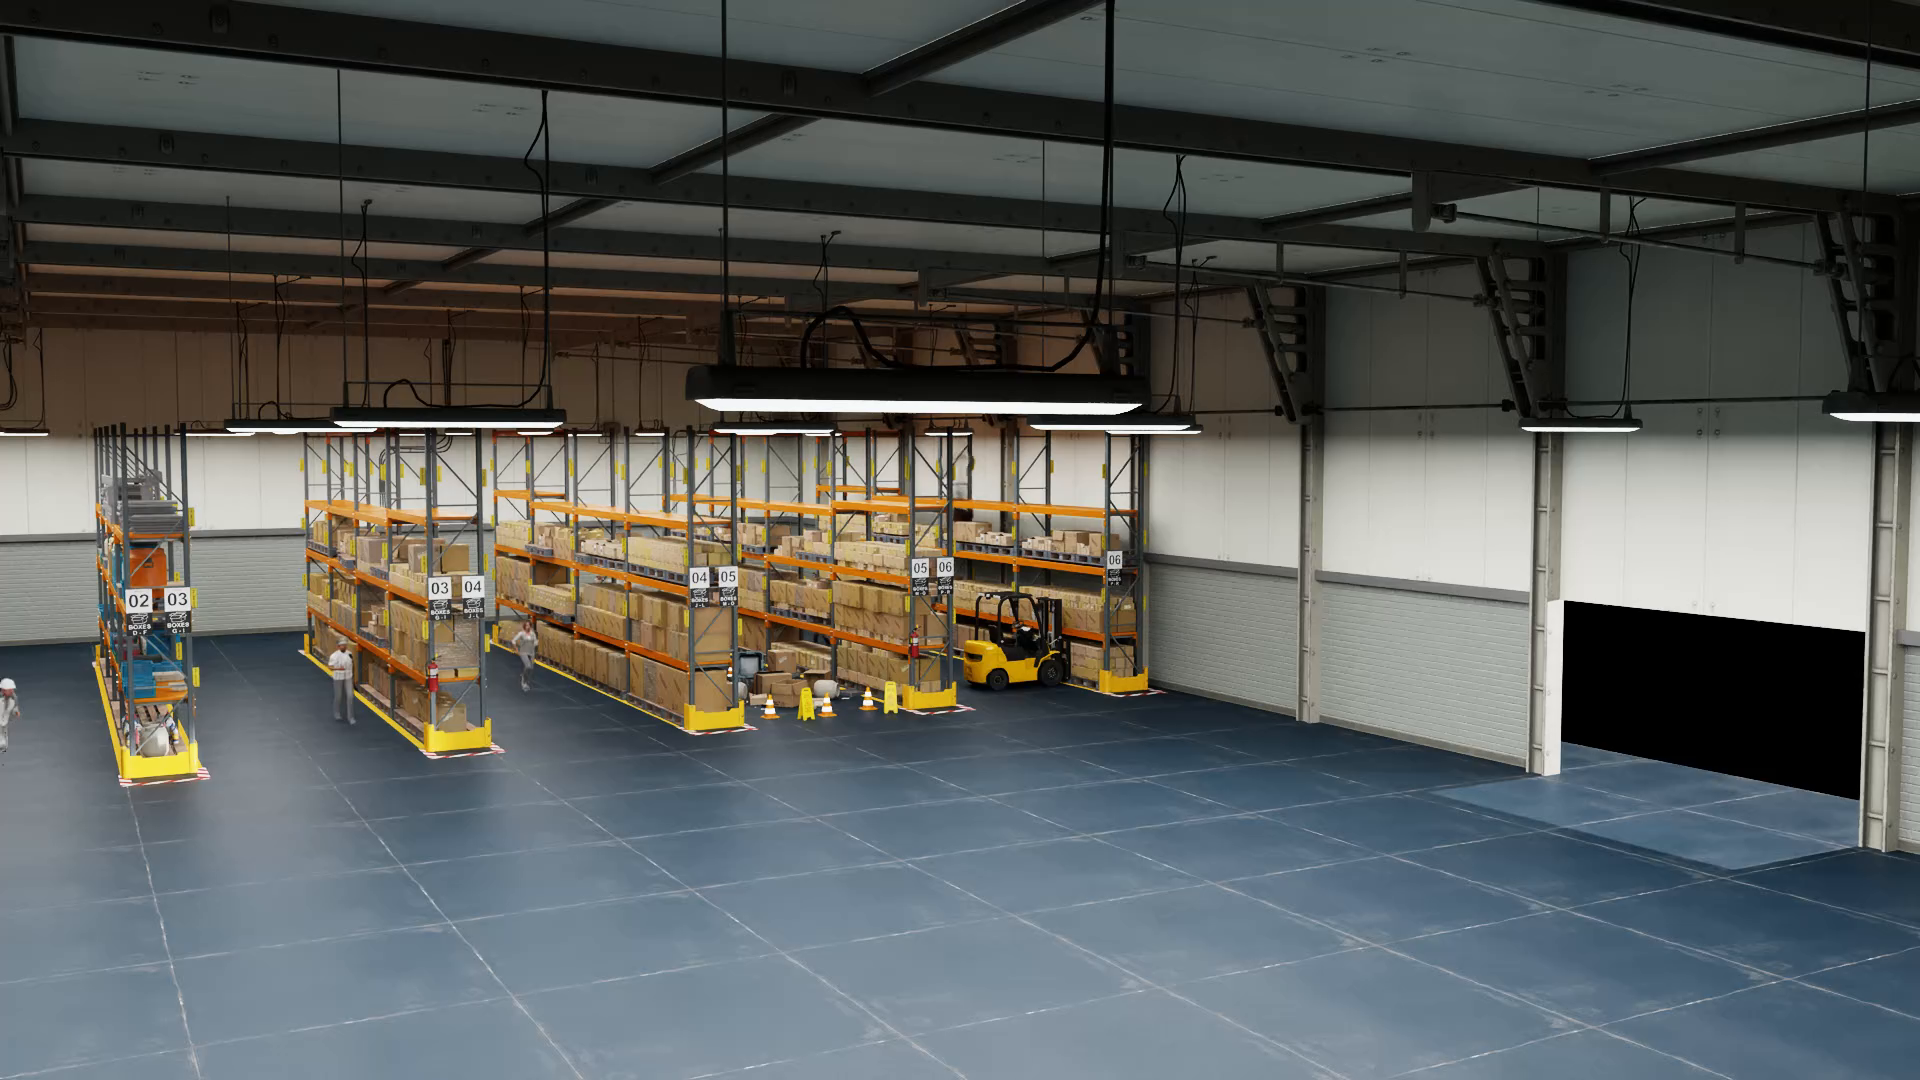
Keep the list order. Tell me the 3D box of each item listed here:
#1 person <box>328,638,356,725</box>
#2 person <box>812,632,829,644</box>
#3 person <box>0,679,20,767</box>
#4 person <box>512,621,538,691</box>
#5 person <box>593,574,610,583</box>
[{"bbox_3d":[-12.480,2.832,33.579,0.569,1.736,0.851,-3,4,-37],"label":"person"},{"bbox_3d":[-3.971,2.109,46.443,0.652,1.686,0.822,-2,4,-29],"label":"person"},{"bbox_3d":[-16.619,3.184,28.695,0.868,1.599,0.684,1,4,23],"label":"person"},{"bbox_3d":[-9.841,2.631,37.800,0.506,1.592,0.662,-3,5,-42],"label":"person"},{"bbox_3d":[-10.863,1.800,50.231,0.607,1.851,0.780,3,5,41],"label":"person"}]
